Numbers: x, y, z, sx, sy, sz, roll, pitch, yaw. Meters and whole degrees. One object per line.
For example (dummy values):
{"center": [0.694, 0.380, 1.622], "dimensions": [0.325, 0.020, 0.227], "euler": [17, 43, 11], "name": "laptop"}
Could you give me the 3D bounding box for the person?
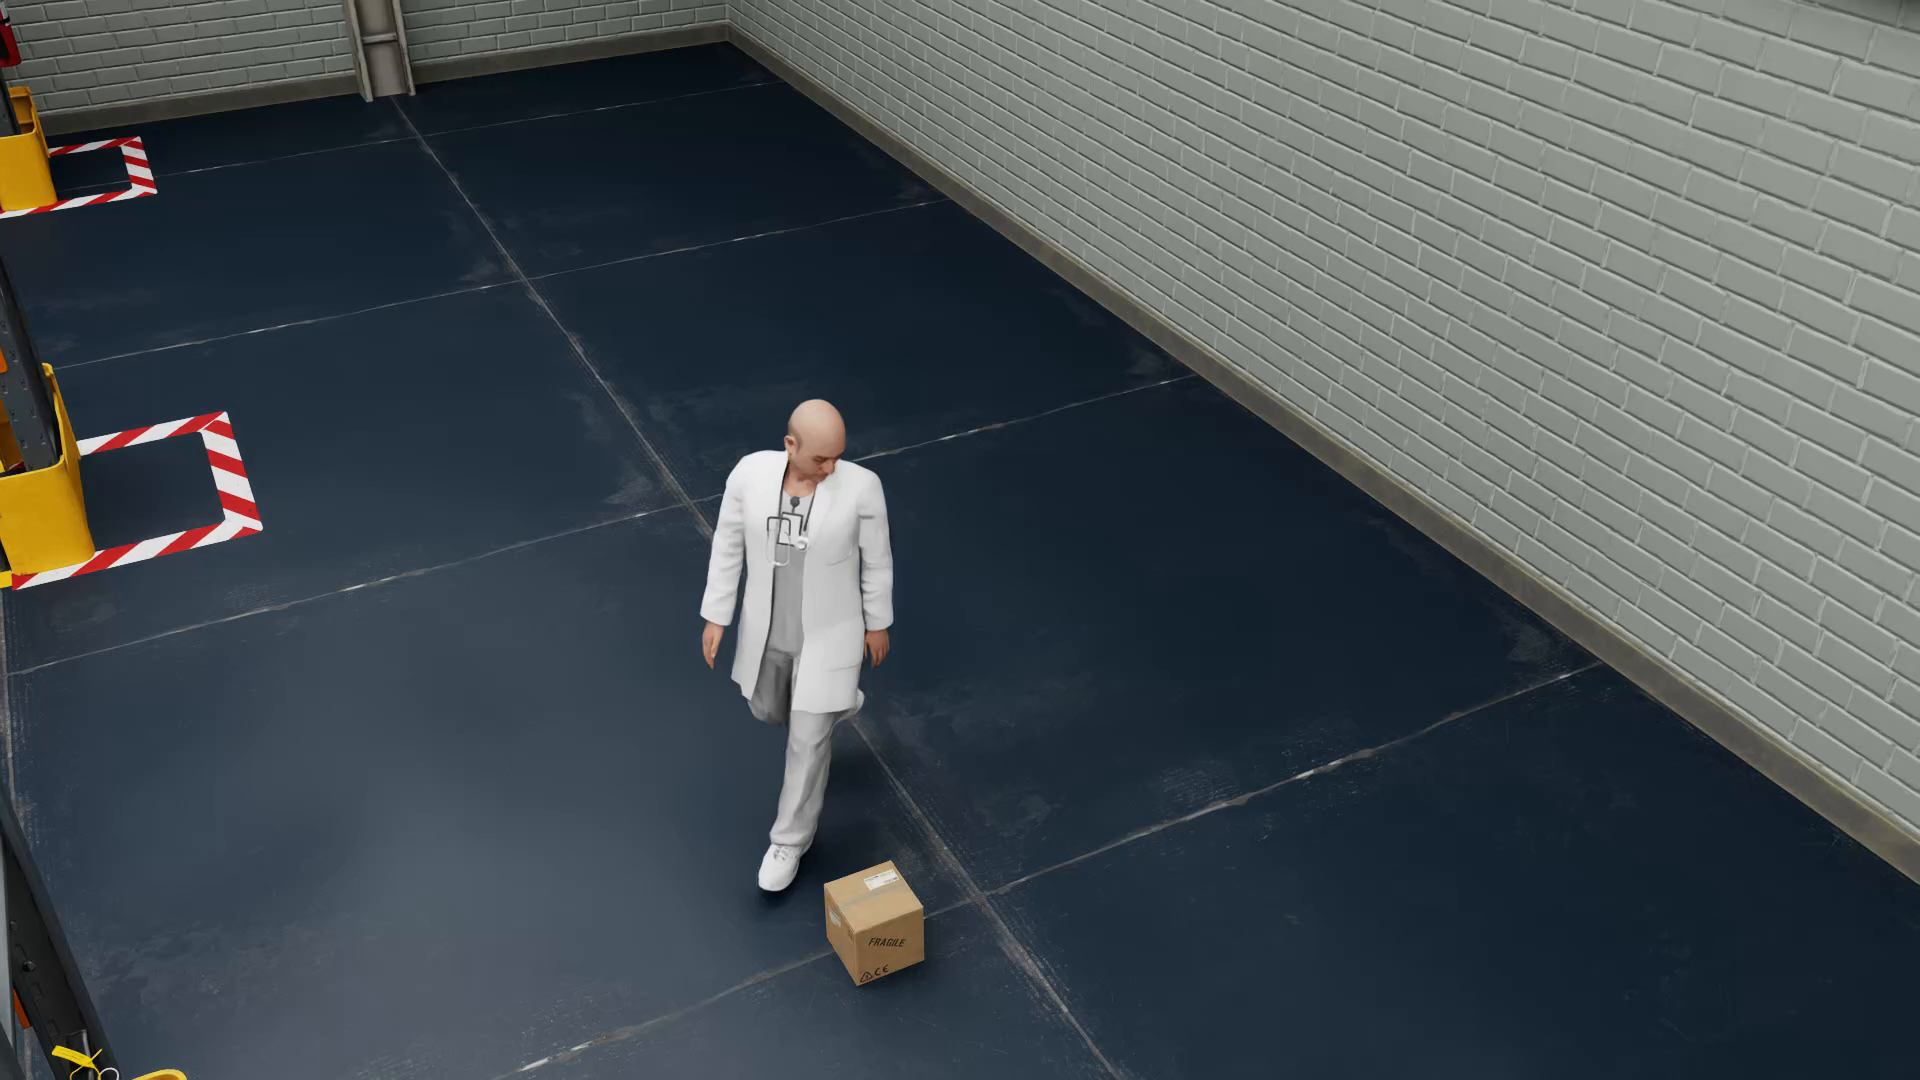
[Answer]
{"center": [-0.557, 0.284, 5.709], "dimensions": [0.628, 1.752, 0.911], "euler": [10, 34, 15], "name": "person"}
